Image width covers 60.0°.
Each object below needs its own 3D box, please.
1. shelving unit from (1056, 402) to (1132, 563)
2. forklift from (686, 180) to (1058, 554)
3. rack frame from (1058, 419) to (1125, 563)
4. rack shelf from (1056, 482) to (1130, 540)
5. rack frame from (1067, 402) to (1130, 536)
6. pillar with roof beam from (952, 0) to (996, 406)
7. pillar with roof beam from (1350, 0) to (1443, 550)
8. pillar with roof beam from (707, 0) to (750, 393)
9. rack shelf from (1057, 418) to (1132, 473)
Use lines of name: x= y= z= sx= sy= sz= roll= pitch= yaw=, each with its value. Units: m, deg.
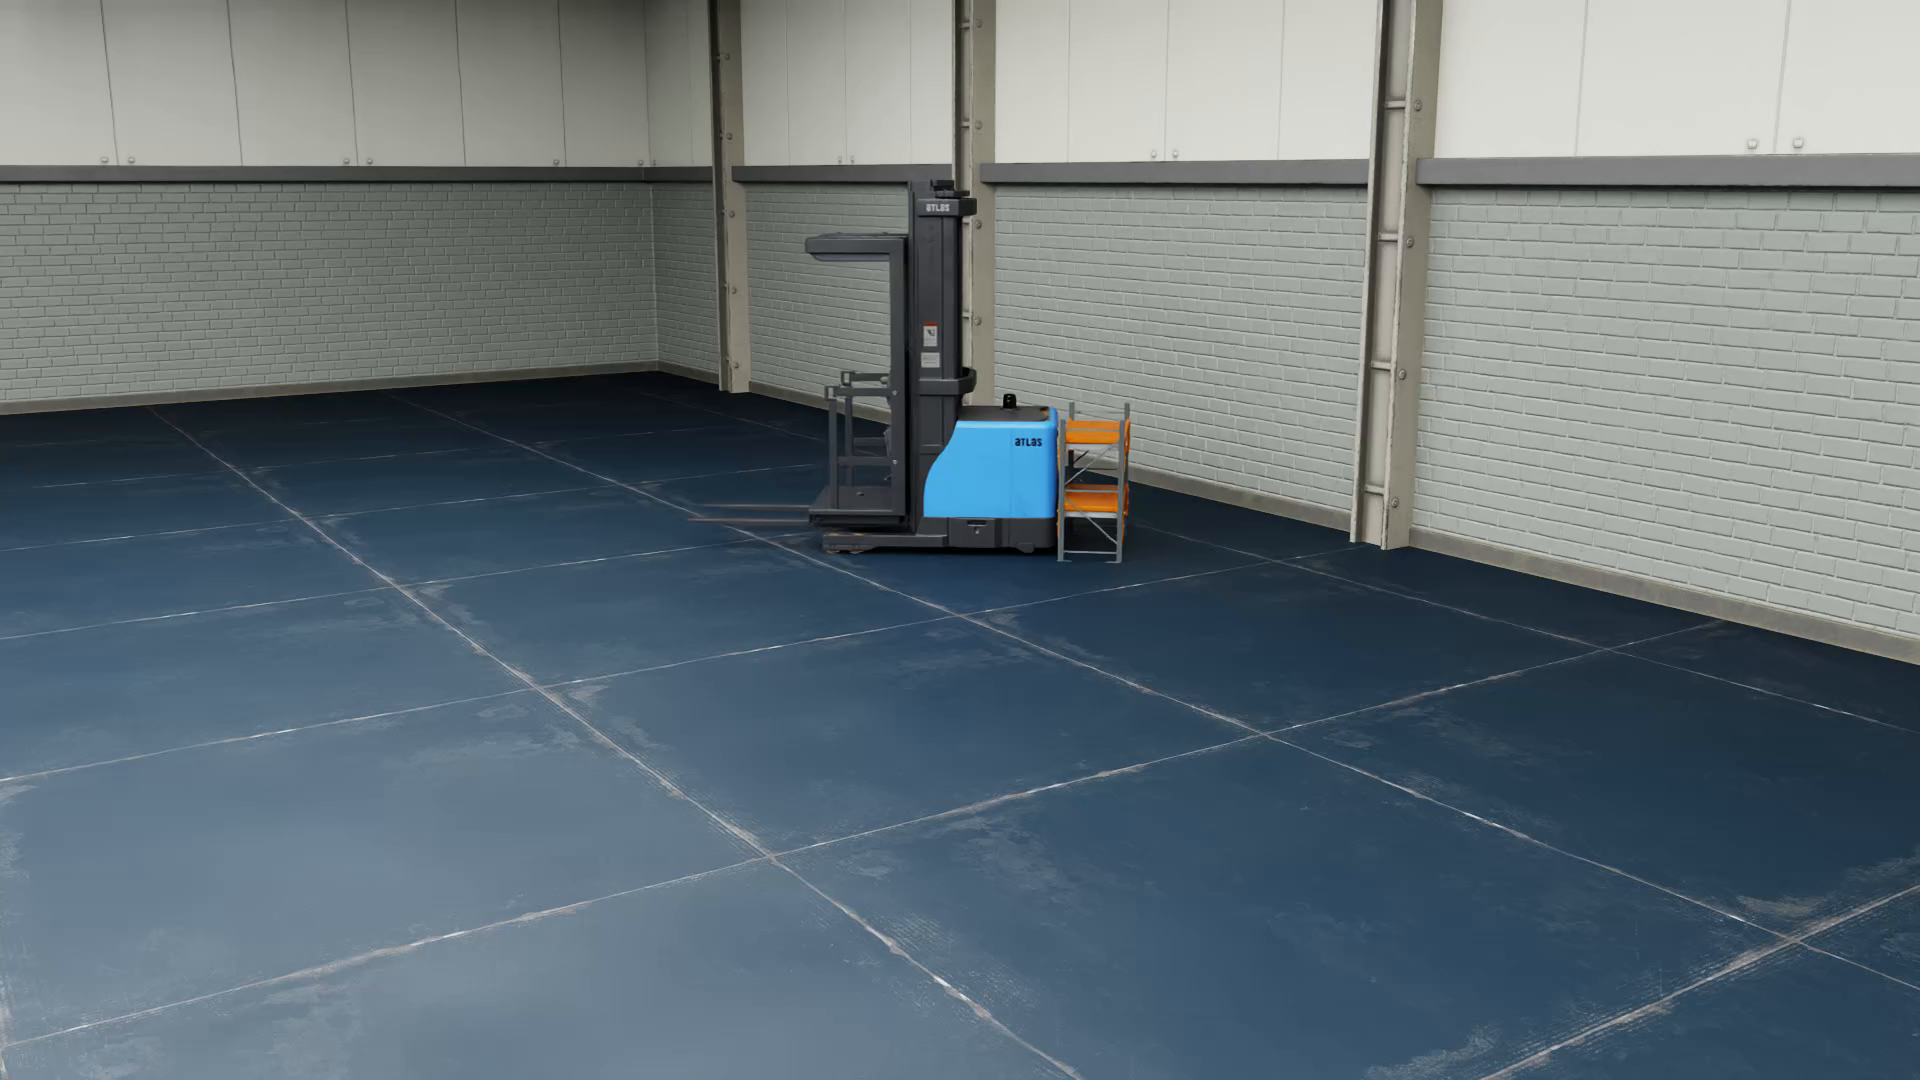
shelving unit: x=1.091 y=-0.485 z=13.445 sx=0.538 sy=1.125 sz=1.048 roll=2 pitch=12 yaw=8
forklift: x=-0.710 y=-1.429 z=13.535 sx=3.031 sy=2.935 sz=1.130 roll=1 pitch=12 yaw=3
rack frame: x=1.022 y=-0.377 z=12.953 sx=0.500 sy=1.125 sz=0.032 roll=2 pitch=12 yaw=8
rack shelf: x=1.091 y=-0.246 z=13.497 sx=0.538 sy=0.278 sz=1.000 roll=2 pitch=12 yaw=8
rack frame: x=1.159 y=-0.593 z=13.937 sx=0.500 sy=1.125 sz=0.032 roll=2 pitch=12 yaw=8
pillar with roof beam: x=-3.437 y=-4.926 z=15.325 sx=9.100 sy=9.000 sz=0.400 roll=-8 pitch=15 yaw=-33
pillar with roof beam: x=-0.113 y=-3.859 z=10.445 sx=9.100 sy=9.000 sz=0.400 roll=-8 pitch=15 yaw=-33
pillar with roof beam: x=-6.762 y=-5.993 z=20.205 sx=9.100 sy=9.000 sz=0.400 roll=-8 pitch=15 yaw=-33
rack shelf: x=1.091 y=-0.771 z=13.382 sx=0.538 sy=0.278 sz=1.000 roll=2 pitch=12 yaw=8
